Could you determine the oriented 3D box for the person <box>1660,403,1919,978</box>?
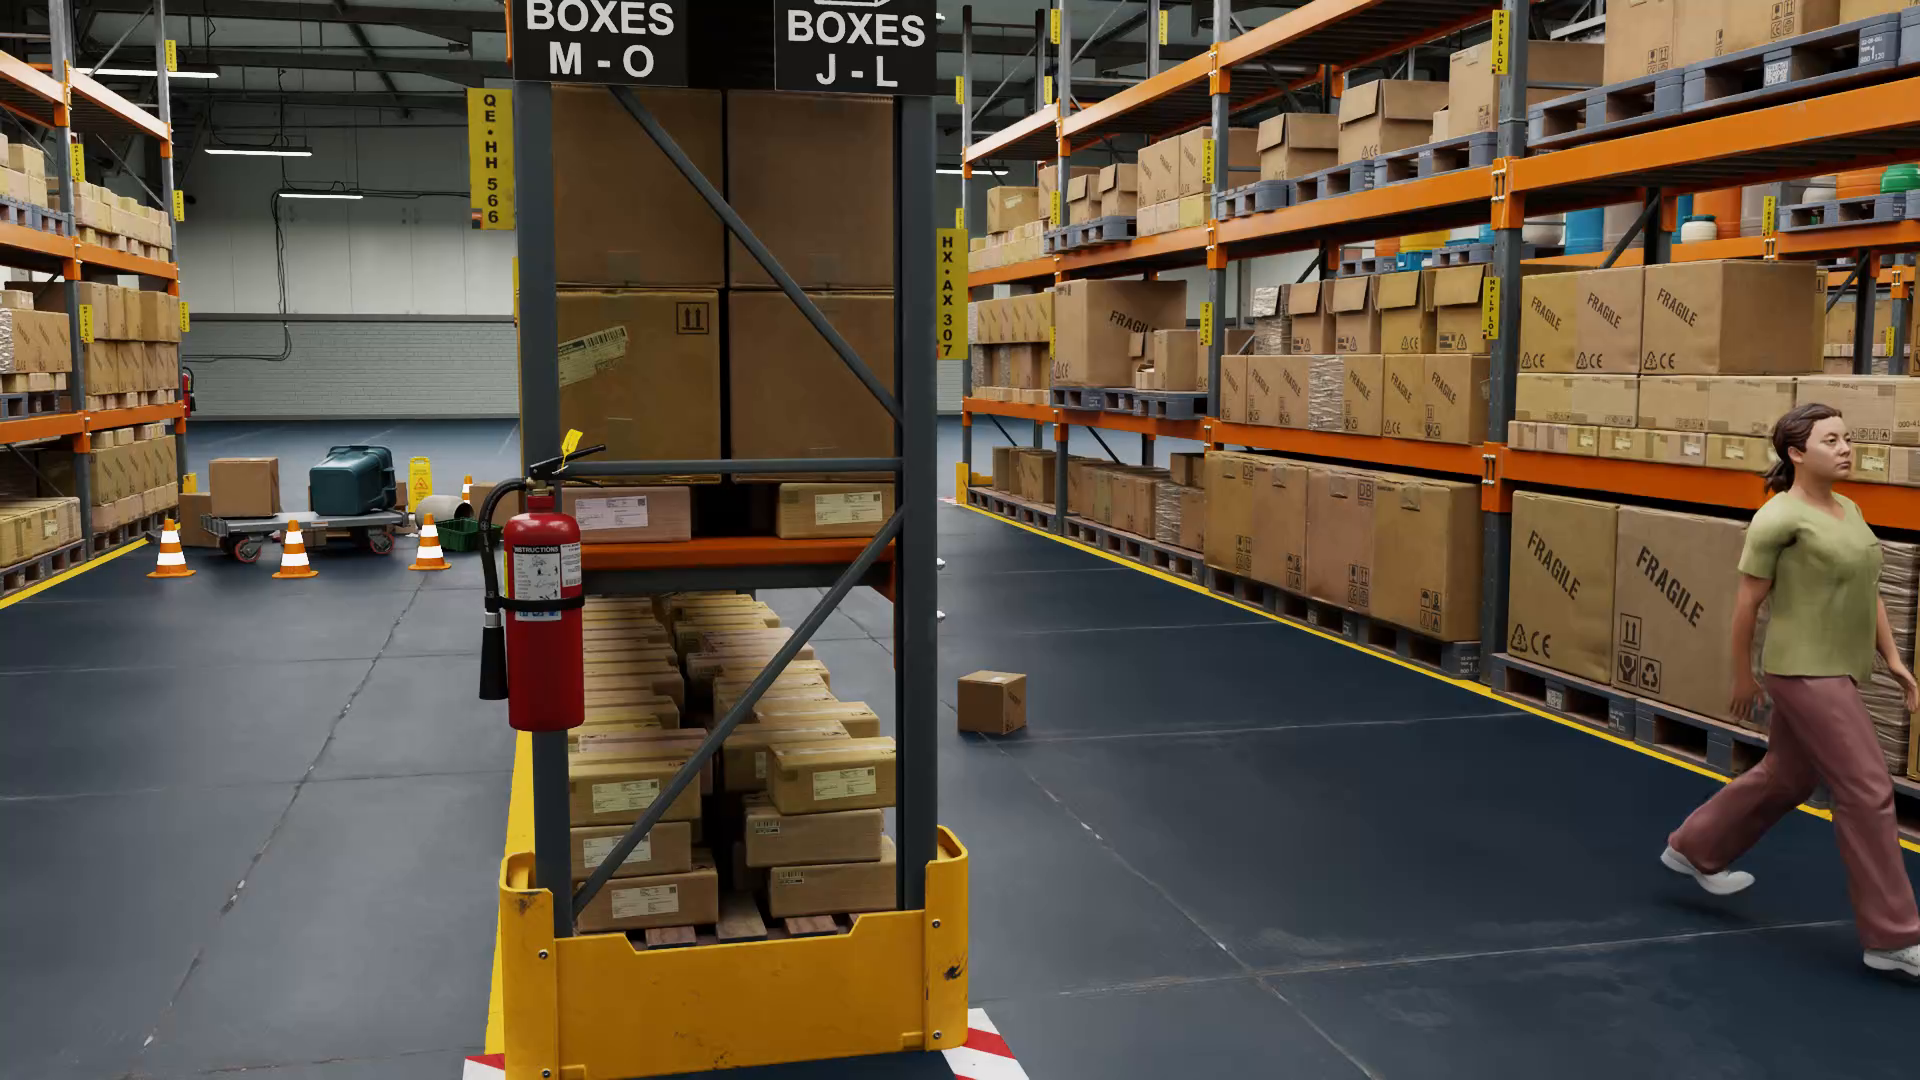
[{"bbox_3d":[2.581,0.401,4.983,0.437,1.621,1.018,-4,8,-35],"label":"person"}]
